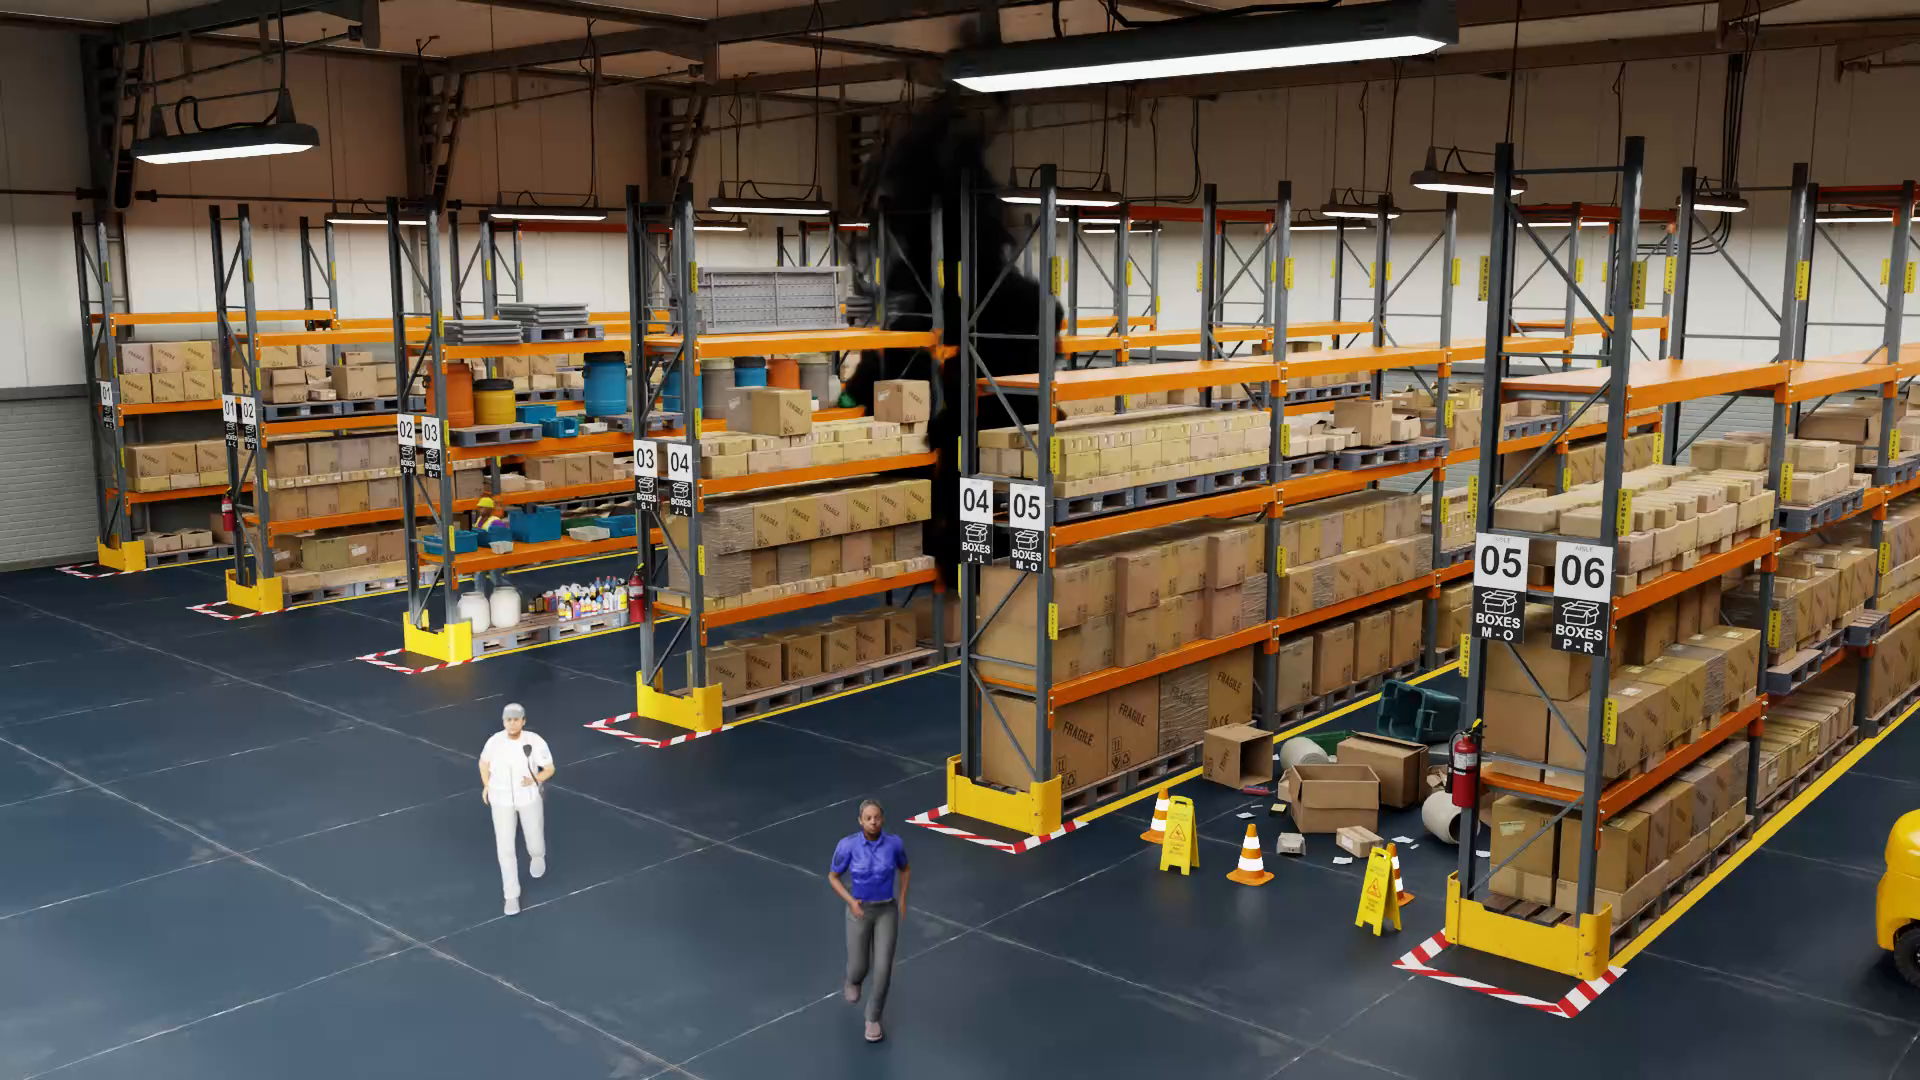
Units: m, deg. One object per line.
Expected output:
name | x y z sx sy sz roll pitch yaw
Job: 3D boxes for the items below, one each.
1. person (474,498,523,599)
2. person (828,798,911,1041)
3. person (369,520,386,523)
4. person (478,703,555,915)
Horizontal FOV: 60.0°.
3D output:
person | -6.865 0.240 24.319 0.691 1.750 0.981 7 12 36
person | -0.599 2.530 11.272 0.575 1.601 0.624 -2 10 -13
person | -10.009 -0.423 28.513 0.640 1.836 0.727 8 13 41
person | -3.608 2.127 13.545 0.619 1.637 0.862 -1 10 -9
